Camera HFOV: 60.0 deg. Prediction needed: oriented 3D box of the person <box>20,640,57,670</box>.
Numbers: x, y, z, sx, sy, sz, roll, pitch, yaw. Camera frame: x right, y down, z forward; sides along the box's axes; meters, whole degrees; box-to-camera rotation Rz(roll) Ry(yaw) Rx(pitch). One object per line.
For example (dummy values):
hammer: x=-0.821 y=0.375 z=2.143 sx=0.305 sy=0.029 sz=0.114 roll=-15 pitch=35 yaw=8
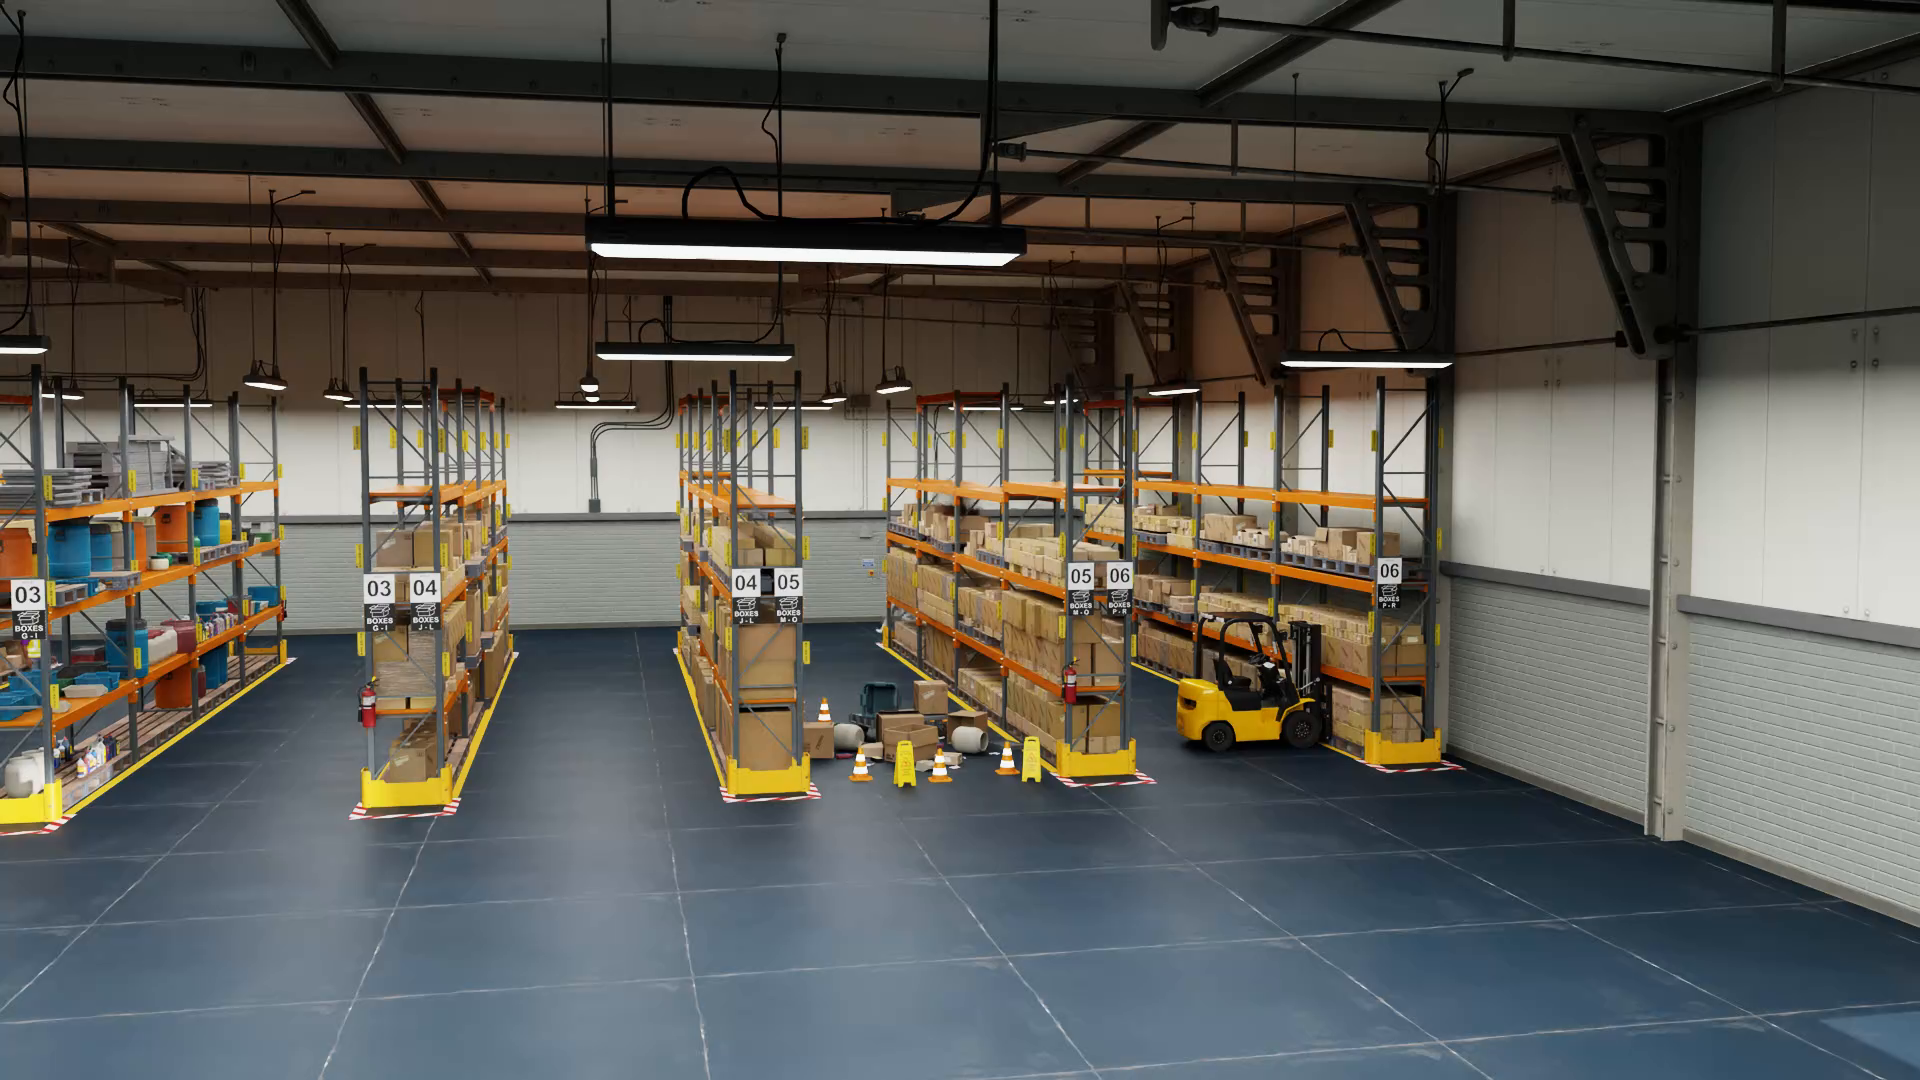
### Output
person: x=-17.479 y=2.262 z=31.546 sx=0.495 sy=1.790 sz=0.623 roll=2 pitch=4 yaw=26

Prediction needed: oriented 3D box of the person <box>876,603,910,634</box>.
person: x=-1.659 y=1.647 z=42.975 sx=1.002 sy=1.624 sz=0.498 roll=-2 pitch=4 yaw=-32
